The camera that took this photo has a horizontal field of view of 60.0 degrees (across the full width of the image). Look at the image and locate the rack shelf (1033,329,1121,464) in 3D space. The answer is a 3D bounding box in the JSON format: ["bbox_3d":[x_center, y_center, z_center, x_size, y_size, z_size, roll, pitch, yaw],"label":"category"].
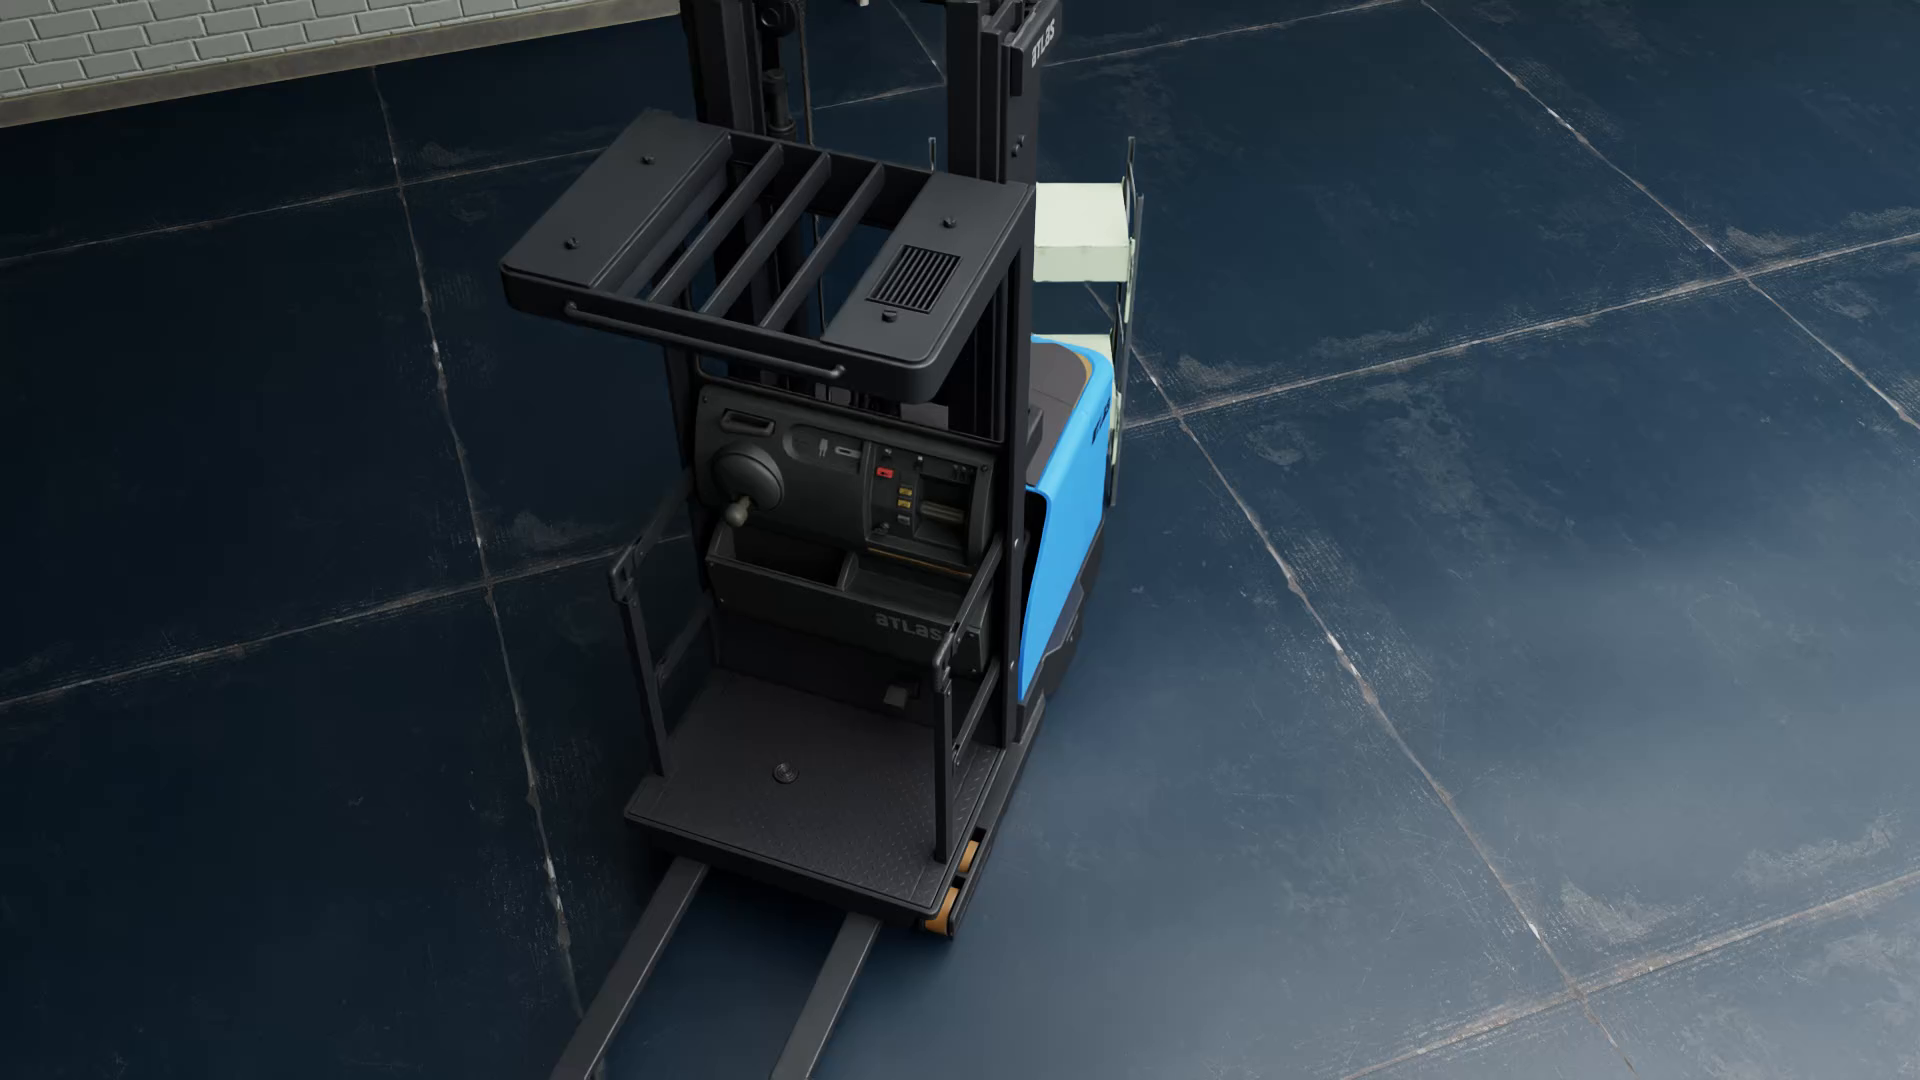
[{"bbox_3d":[0.265,-0.579,6.729,0.720,0.370,0.431,0,45,0],"label":"rack shelf"}]

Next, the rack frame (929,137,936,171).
[{"bbox_3d":[-0.101,-0.807,6.496,0.023,1.500,0.400,0,45,0],"label":"rack frame"}]

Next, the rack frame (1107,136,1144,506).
[{"bbox_3d":[0.631,-0.812,6.500,0.023,1.500,0.400,0,45,0],"label":"rack frame"}]

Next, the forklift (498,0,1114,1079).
[{"bbox_3d":[-0.423,-0.079,4.759,1.130,2.935,3.031,15,47,14],"label":"forklift"}]

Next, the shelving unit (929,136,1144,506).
[{"bbox_3d":[0.265,-0.809,6.498,0.755,1.500,0.431,0,45,0],"label":"shelving unit"}]

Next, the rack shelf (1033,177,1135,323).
[{"bbox_3d":[0.265,-1.085,6.221,0.720,0.370,0.431,0,45,0],"label":"rack shelf"}]
